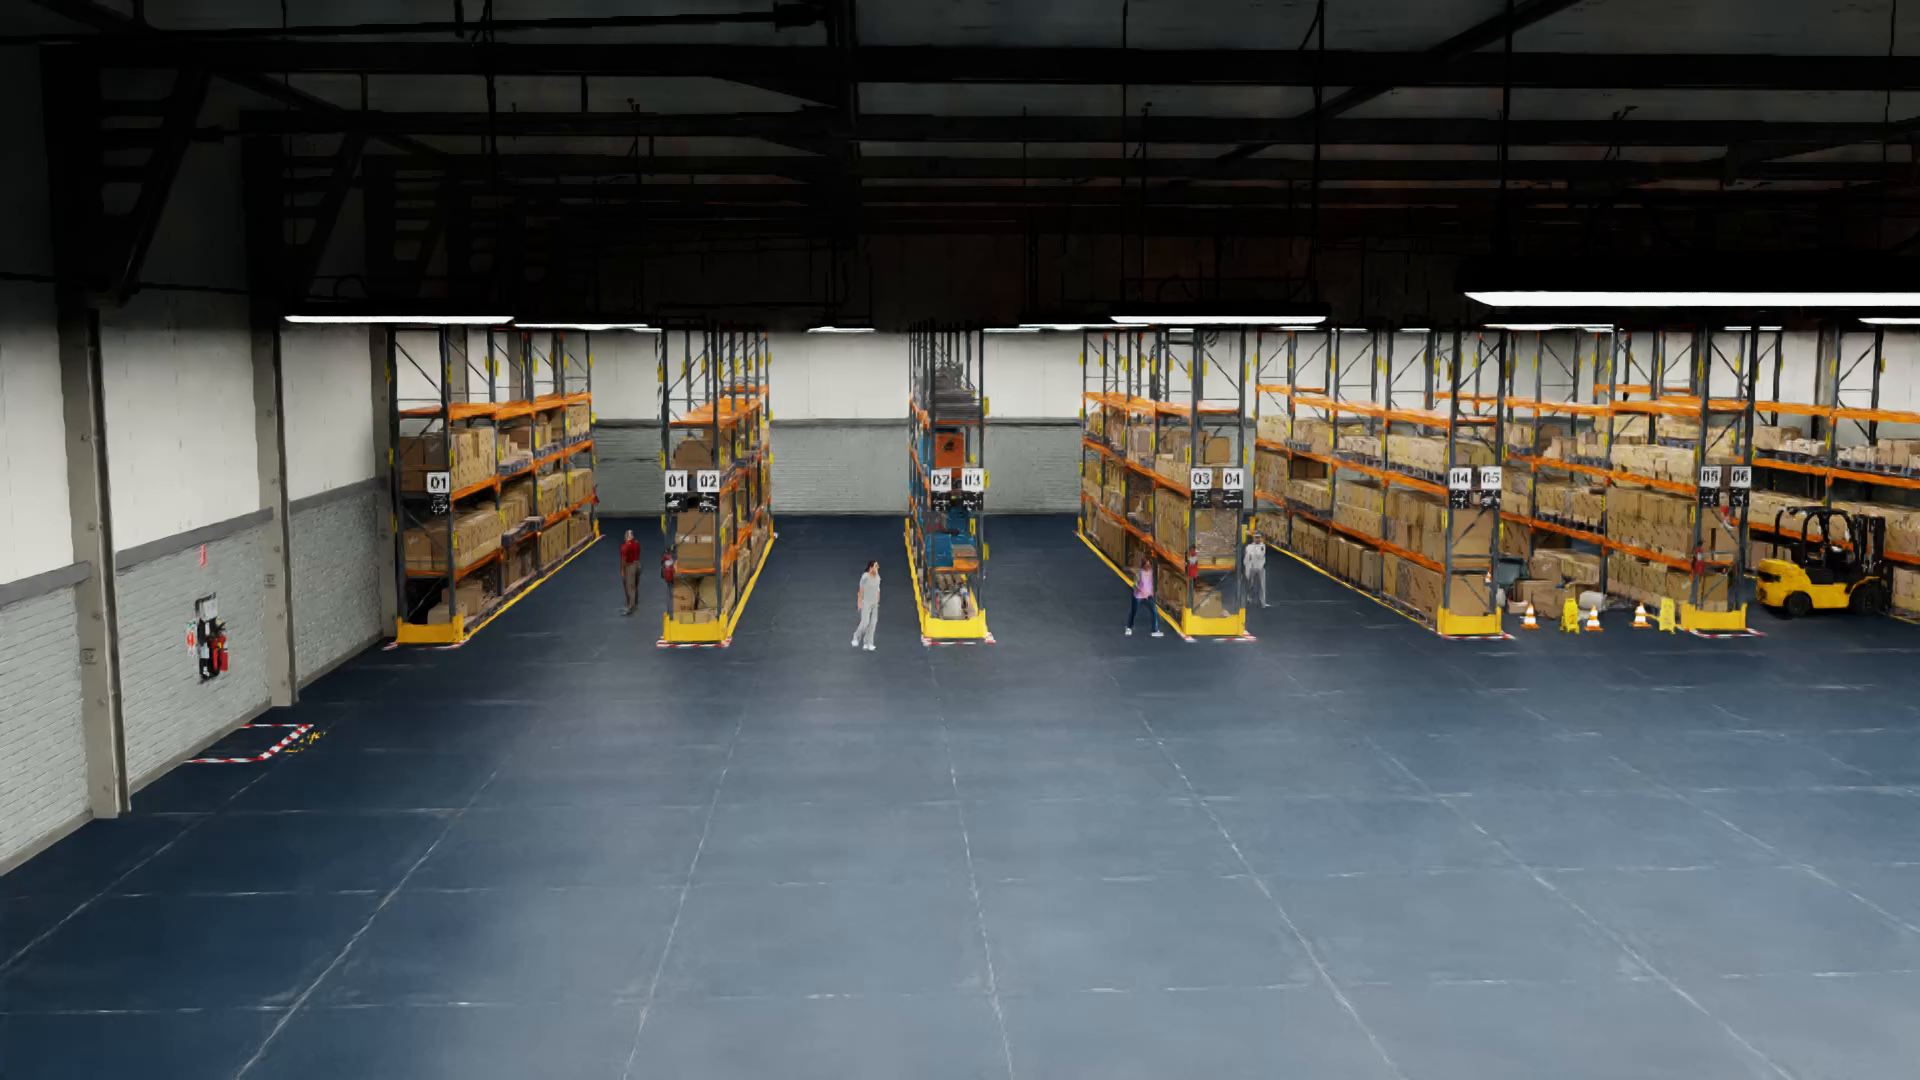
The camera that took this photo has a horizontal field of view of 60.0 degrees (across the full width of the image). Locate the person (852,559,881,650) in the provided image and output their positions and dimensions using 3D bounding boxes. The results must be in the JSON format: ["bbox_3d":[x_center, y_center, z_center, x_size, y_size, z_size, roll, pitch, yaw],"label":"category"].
[{"bbox_3d":[-1.706,1.161,30.342,0.518,1.665,0.516,-6,9,-39],"label":"person"}]

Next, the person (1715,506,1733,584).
[{"bbox_3d":[17.514,0.097,38.279,0.577,1.785,0.655,3,8,23],"label":"person"}]

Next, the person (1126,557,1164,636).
[{"bbox_3d":[3.484,1.057,31.603,0.569,1.527,0.780,-3,8,-21],"label":"person"}]

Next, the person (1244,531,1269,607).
[{"bbox_3d":[6.236,0.582,35.072,0.495,1.576,1.086,0,7,-1],"label":"person"}]

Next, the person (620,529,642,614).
[{"bbox_3d":[-6.820,0.641,34.195,0.500,1.722,0.588,4,8,26],"label":"person"}]
